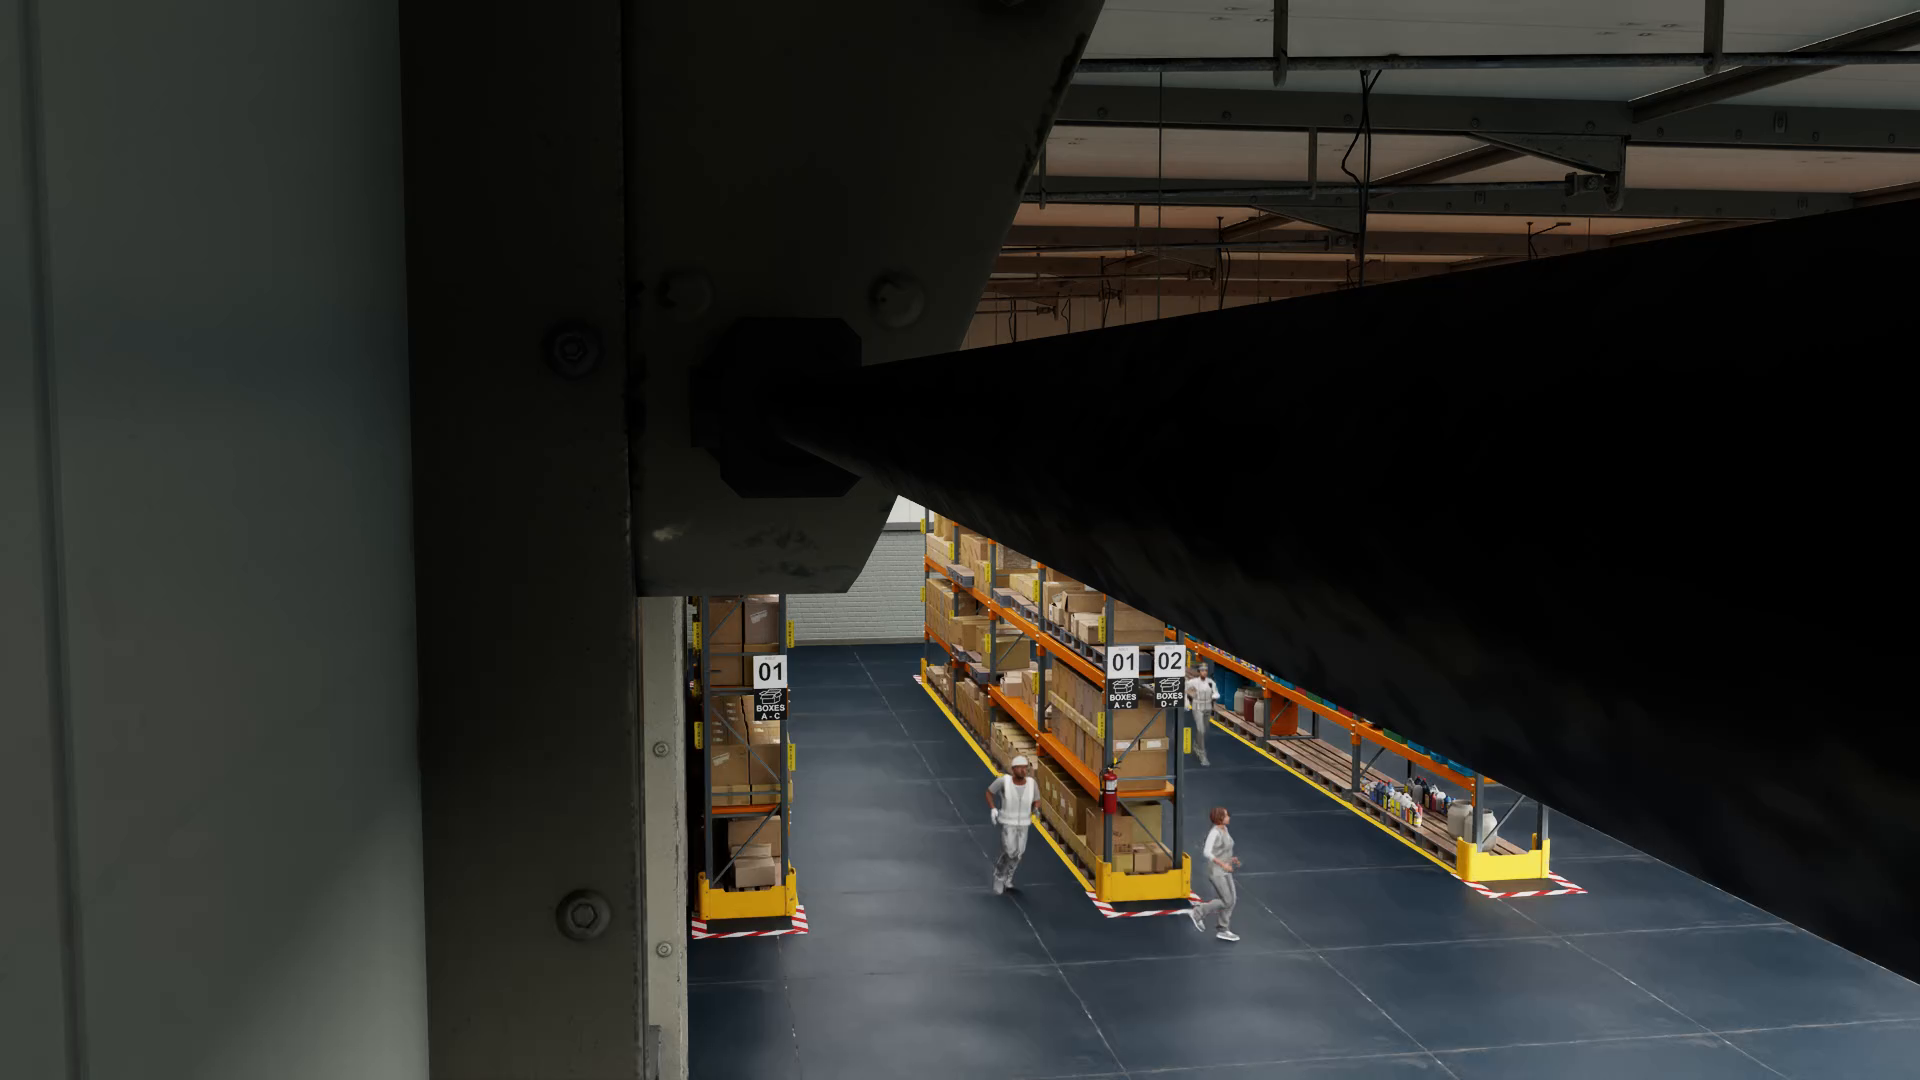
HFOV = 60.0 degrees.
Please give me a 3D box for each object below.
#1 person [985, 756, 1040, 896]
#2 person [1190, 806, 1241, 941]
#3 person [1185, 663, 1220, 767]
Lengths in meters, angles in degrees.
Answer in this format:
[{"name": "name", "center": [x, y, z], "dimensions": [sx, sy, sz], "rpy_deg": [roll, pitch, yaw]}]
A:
[{"name": "person", "center": [0.721, 3.608, 21.070], "dimensions": [0.667, 1.748, 0.702], "rpy_deg": [-2, 5, -19]}, {"name": "person", "center": [2.972, 3.855, 19.301], "dimensions": [0.579, 1.562, 0.567], "rpy_deg": [2, 5, 24]}, {"name": "person", "center": [4.161, 2.957, 28.623], "dimensions": [0.596, 1.723, 0.854], "rpy_deg": [-2, 5, -18]}]
